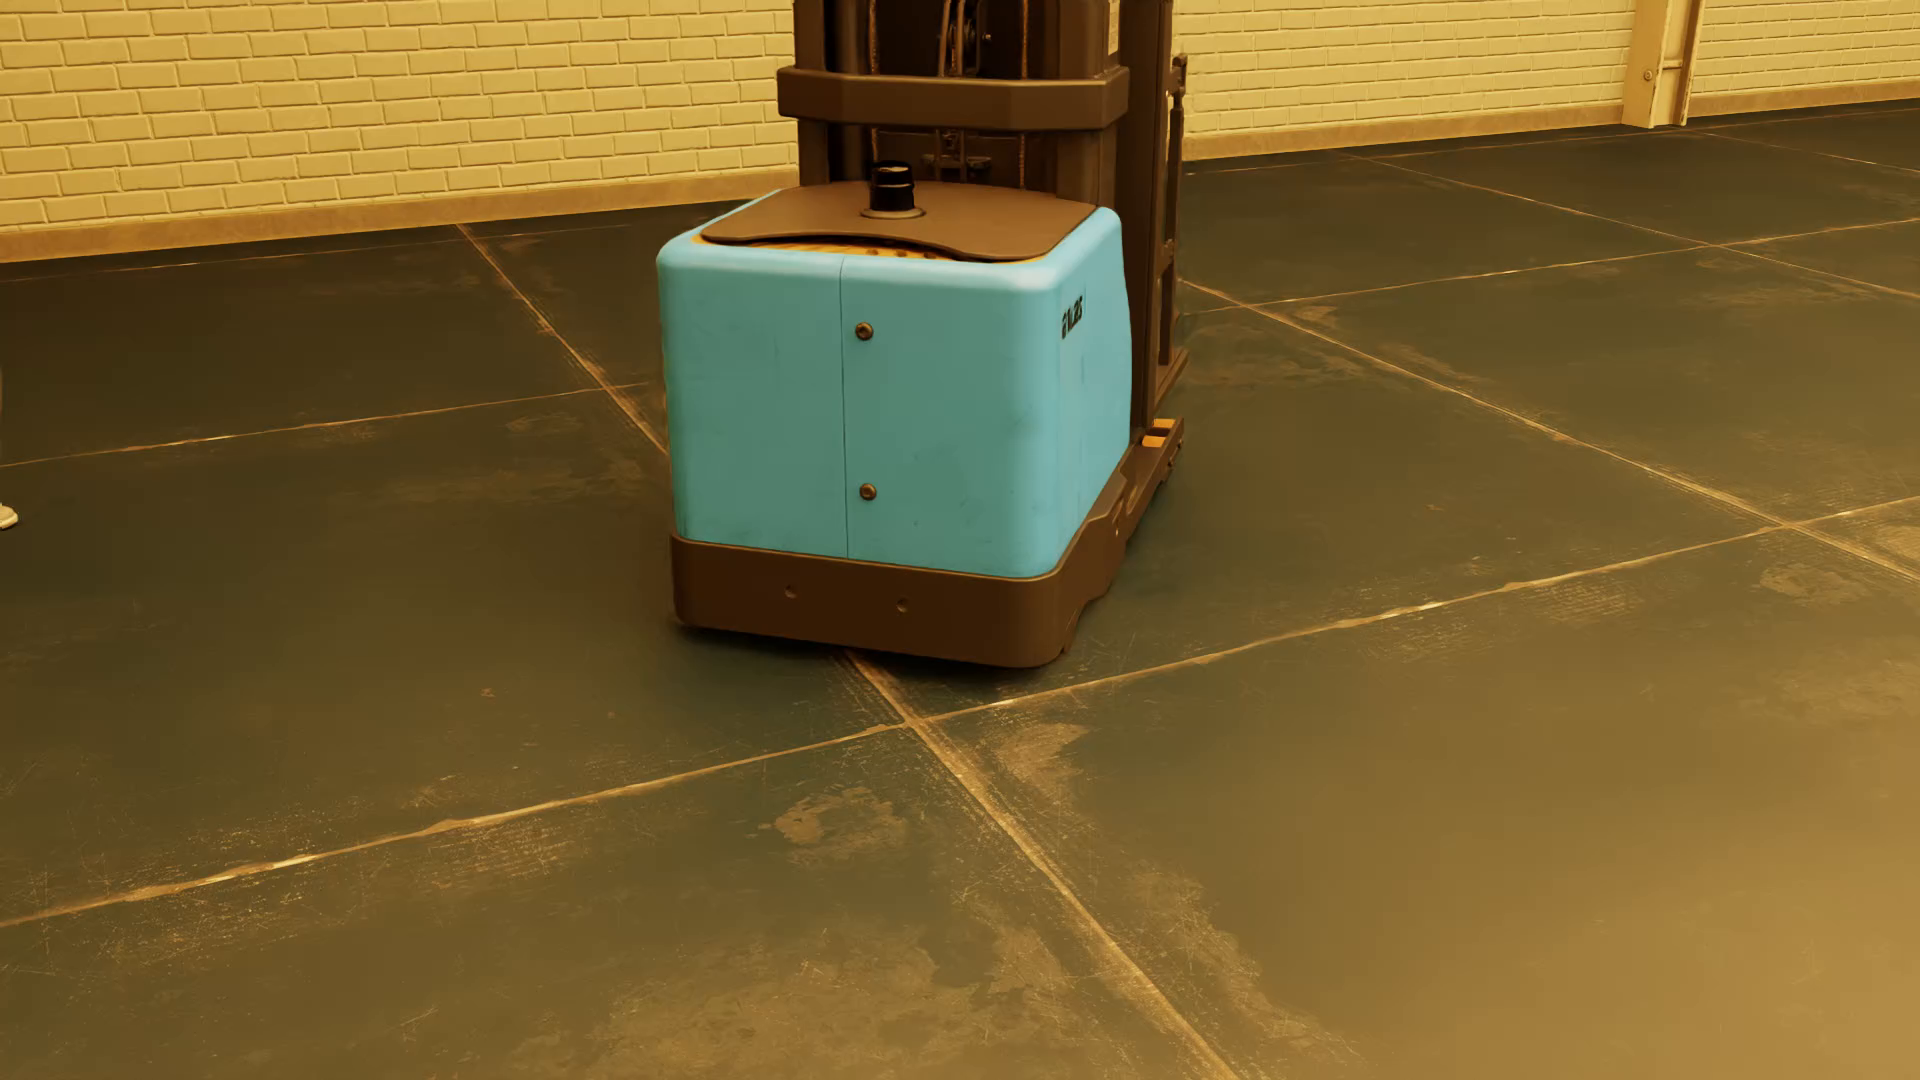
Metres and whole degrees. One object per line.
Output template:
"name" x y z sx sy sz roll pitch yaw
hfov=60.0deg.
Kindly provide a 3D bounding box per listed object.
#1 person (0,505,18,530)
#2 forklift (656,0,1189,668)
"person" -3.117 -0.765 4.698 0.377 1.723 0.626 -3 23 -6
"forklift" 0.142 -1.571 5.067 1.130 2.935 3.031 6 23 15
